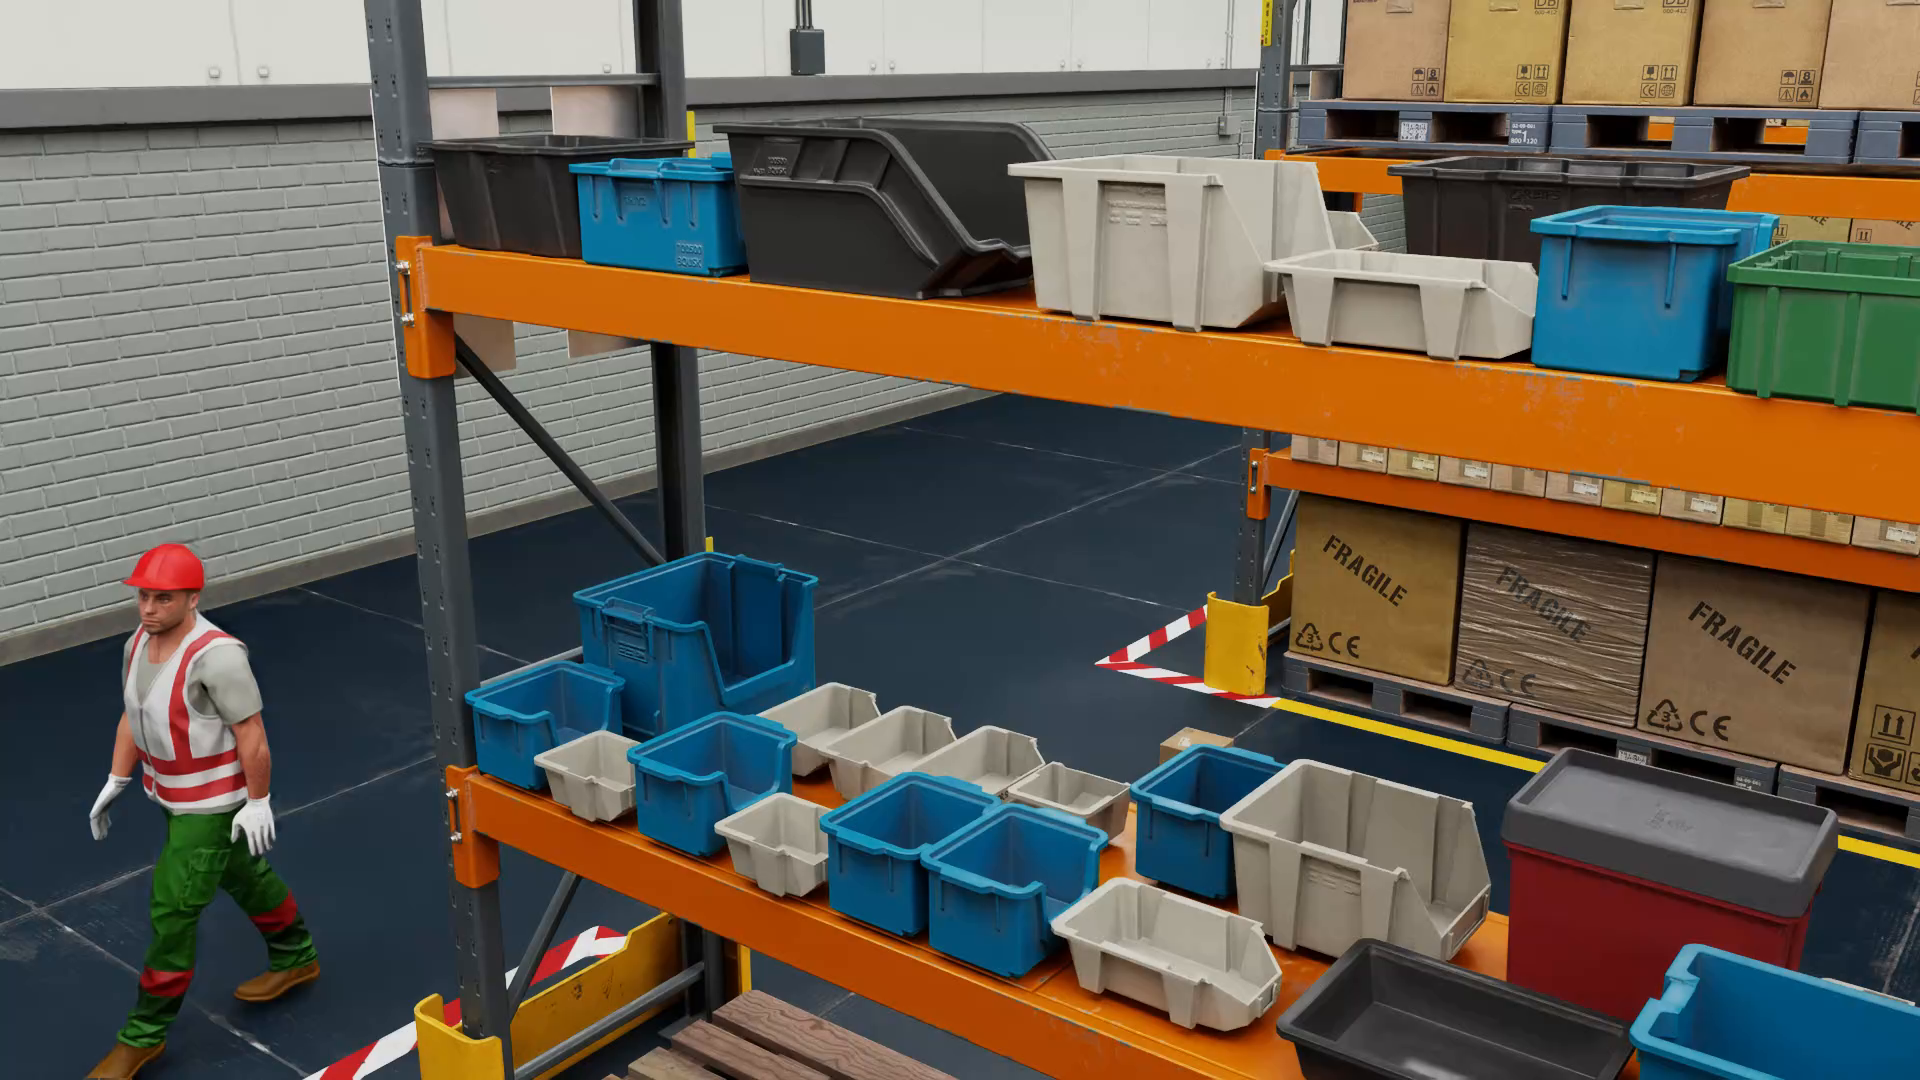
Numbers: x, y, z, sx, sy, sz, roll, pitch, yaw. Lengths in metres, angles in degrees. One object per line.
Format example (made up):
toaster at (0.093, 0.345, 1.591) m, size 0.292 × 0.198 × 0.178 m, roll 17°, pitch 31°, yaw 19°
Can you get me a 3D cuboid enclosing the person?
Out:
person at (-2.594, 0.877, 5.504) m, size 0.534 × 1.779 × 0.886 m, roll 13°, pitch 21°, yaw 38°
